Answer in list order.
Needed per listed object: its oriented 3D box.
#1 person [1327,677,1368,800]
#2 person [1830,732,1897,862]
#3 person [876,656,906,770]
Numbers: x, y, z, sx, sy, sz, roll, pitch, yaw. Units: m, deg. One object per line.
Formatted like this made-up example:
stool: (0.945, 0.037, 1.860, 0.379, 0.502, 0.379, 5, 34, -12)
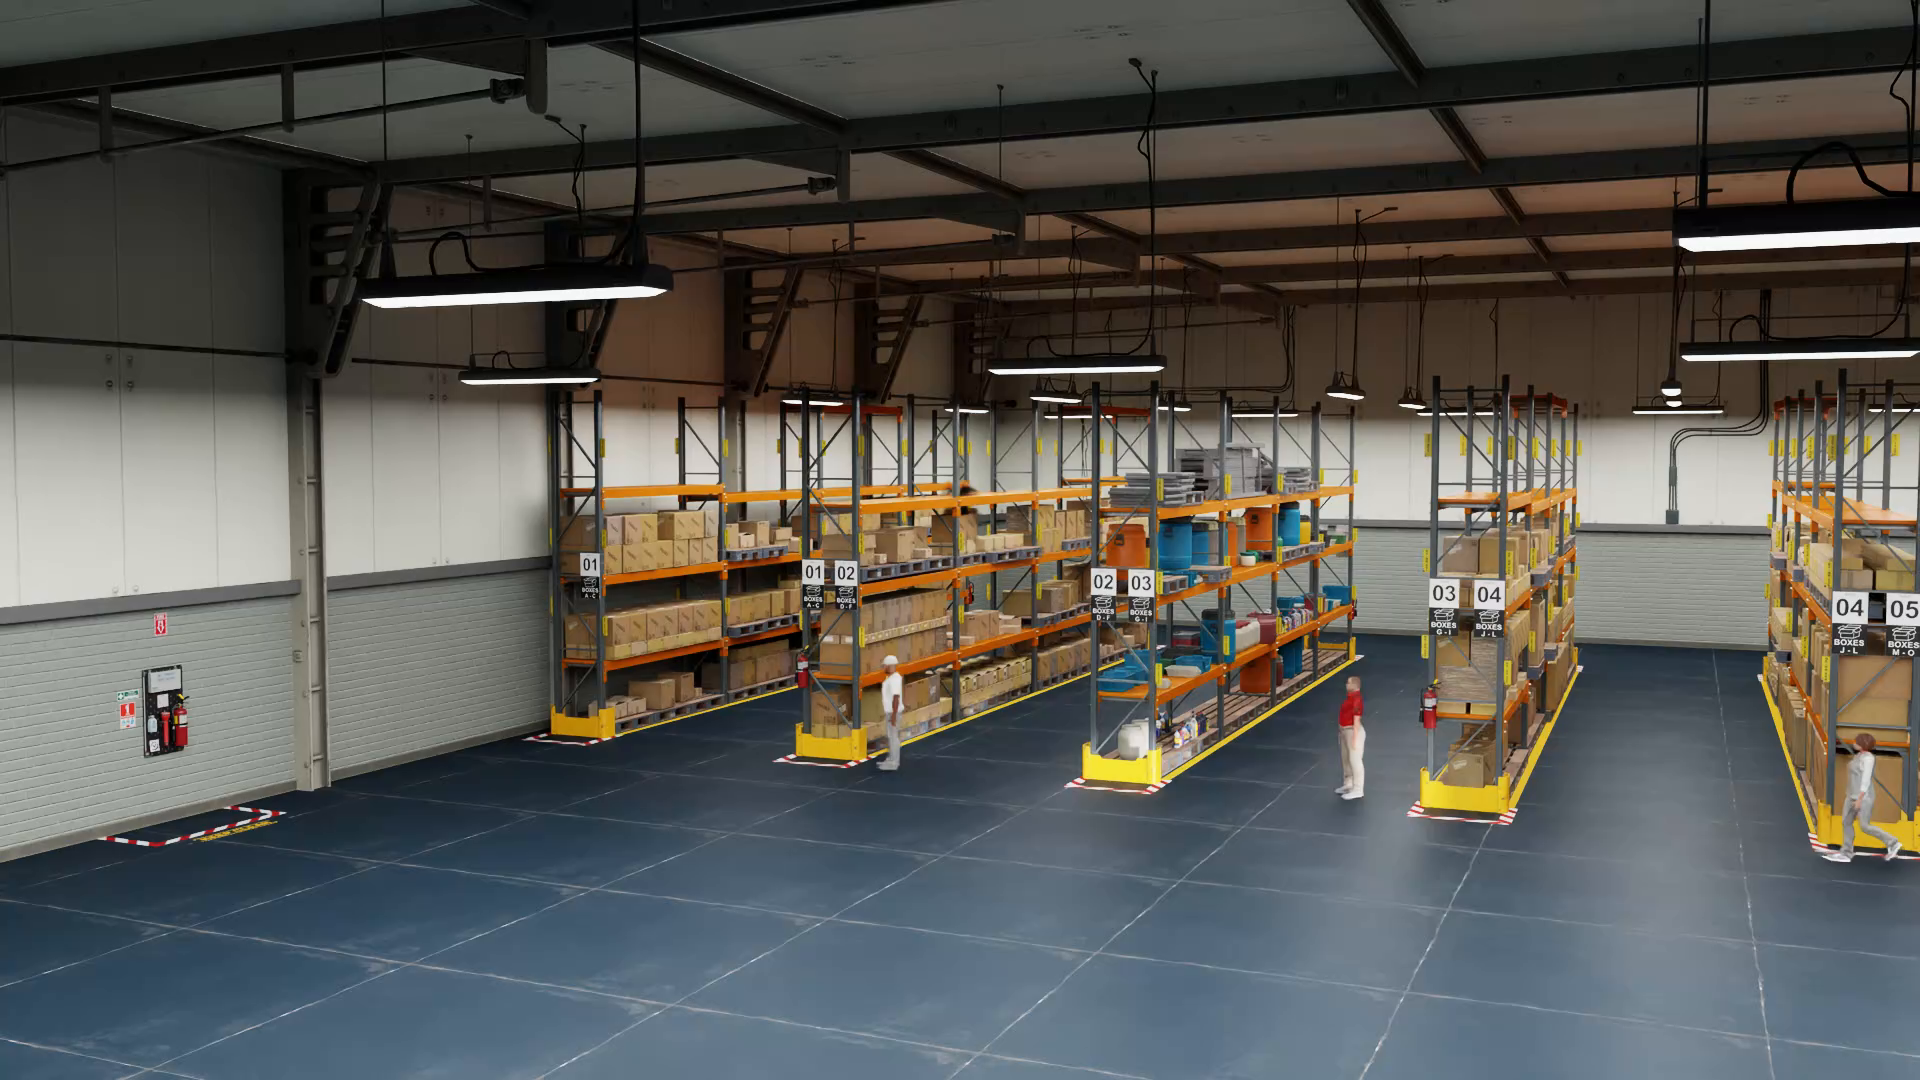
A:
person: (5.601, 2.826, 23.857, 0.437, 1.733, 0.681, -1, 3, -11)
person: (10.877, 3.098, 20.006, 0.656, 1.590, 0.422, -1, 3, -17)
person: (-1.091, 2.681, 25.904, 0.443, 1.771, 0.613, -2, 4, -30)
